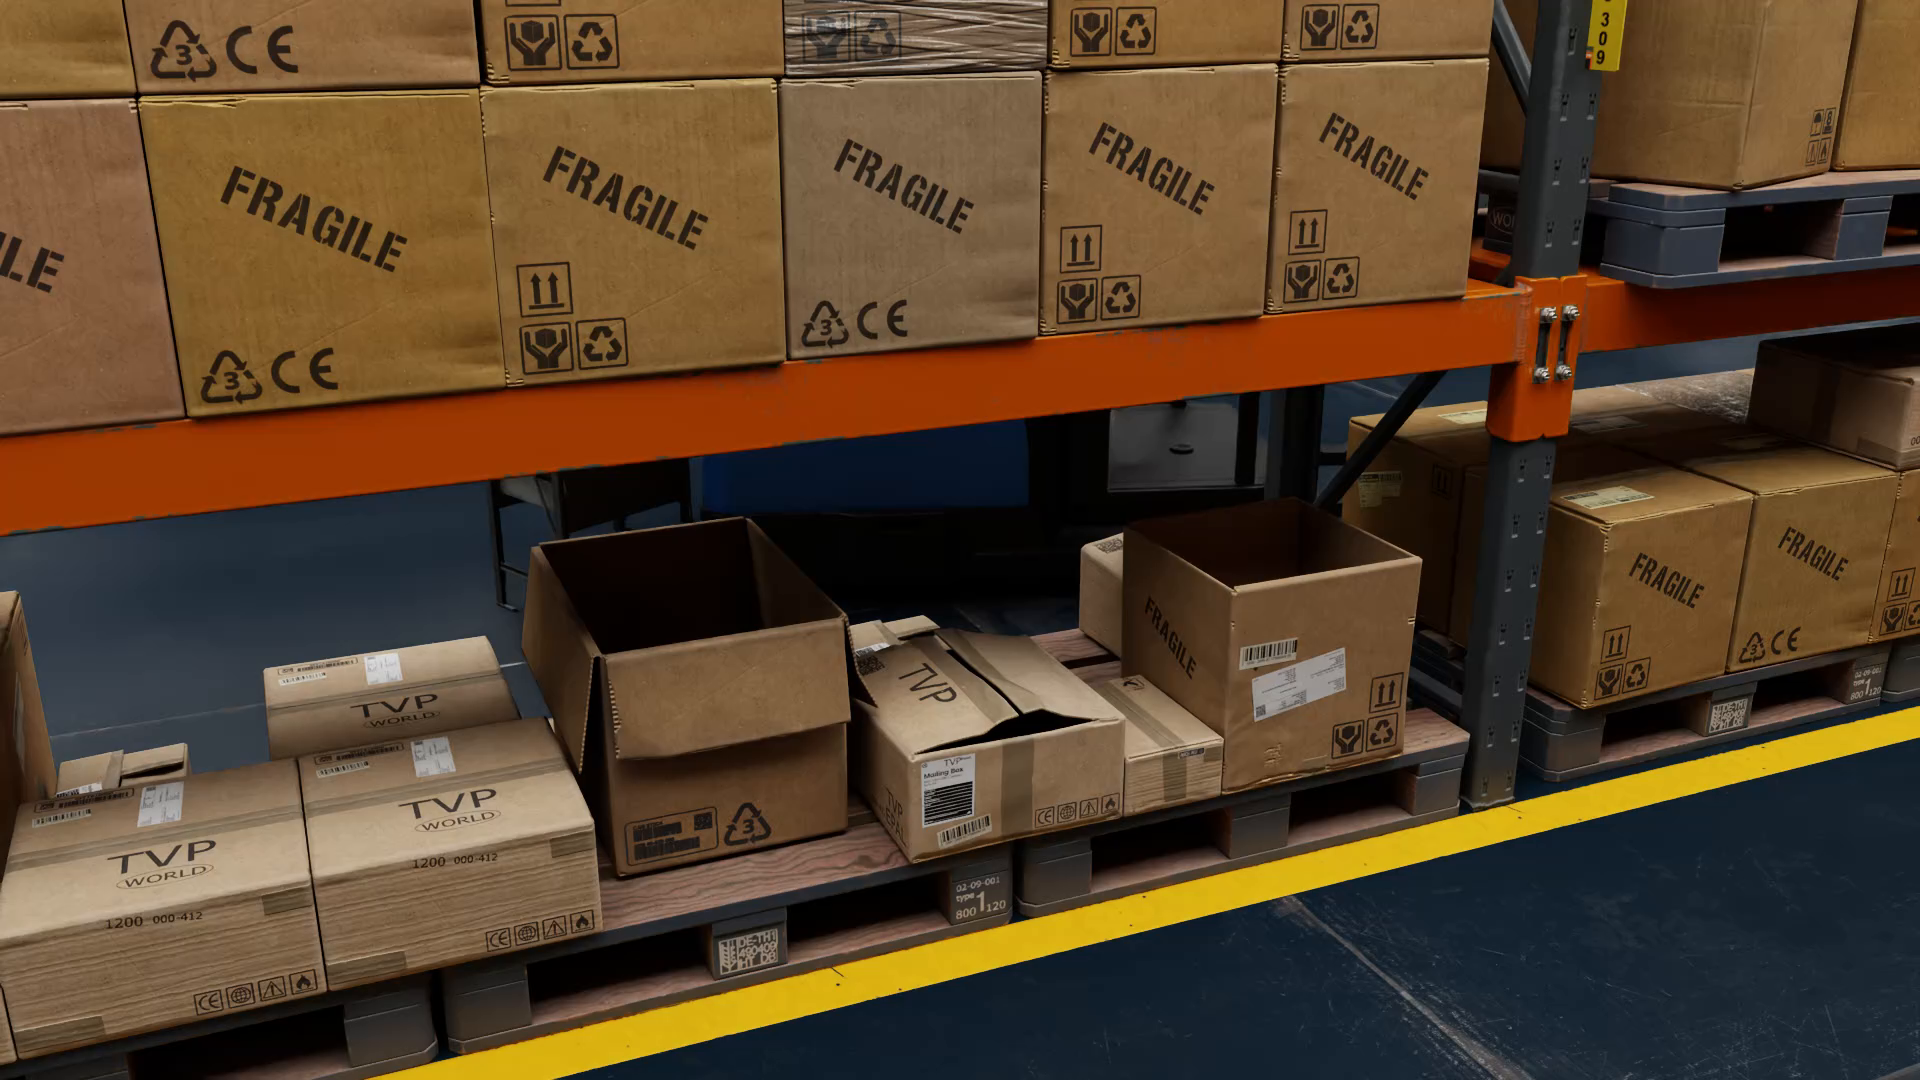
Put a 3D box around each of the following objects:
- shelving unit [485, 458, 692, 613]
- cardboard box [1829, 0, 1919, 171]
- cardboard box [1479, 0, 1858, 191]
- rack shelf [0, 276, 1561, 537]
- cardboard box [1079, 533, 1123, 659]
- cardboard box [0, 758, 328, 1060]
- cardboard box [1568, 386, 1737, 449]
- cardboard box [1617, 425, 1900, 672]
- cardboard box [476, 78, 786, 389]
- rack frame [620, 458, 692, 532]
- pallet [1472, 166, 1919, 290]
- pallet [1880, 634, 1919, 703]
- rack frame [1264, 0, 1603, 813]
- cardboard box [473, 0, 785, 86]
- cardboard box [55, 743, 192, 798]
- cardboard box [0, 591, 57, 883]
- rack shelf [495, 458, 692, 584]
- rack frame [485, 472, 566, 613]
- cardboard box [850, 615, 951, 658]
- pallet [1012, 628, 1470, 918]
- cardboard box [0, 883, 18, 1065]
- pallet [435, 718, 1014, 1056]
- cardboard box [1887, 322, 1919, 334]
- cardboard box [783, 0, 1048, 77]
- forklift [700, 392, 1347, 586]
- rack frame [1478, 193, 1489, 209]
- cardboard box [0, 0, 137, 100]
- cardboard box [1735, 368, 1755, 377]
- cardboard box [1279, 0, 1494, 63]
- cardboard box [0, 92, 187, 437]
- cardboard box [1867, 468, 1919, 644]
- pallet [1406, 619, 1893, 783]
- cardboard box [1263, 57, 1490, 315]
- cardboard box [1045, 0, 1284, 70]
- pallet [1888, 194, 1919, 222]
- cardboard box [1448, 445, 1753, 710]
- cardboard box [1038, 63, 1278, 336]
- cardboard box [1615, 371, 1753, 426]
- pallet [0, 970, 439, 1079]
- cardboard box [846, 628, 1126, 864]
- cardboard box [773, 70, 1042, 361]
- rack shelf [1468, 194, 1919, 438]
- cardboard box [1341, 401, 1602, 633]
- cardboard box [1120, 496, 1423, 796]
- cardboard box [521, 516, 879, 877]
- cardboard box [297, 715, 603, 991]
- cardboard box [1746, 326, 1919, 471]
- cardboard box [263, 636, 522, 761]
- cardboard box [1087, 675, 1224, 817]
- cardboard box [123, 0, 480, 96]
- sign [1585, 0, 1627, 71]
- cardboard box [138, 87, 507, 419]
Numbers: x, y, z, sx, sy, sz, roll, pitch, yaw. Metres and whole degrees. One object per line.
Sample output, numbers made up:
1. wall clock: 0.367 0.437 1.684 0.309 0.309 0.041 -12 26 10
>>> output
1. shelving unit: -1.190 -0.794 5.116 0.431 2.100 0.503 16 25 39
2. cardboard box: 2.258 -1.251 4.274 0.500 0.500 0.700 -5 20 -13
3. cardboard box: 1.652 -1.141 3.962 0.500 0.500 0.700 -17 26 -40
4. rack shelf: -0.708 -0.299 3.438 4.000 0.370 1.077 -8 21 -22
5. cardboard box: 0.657 0.149 4.469 0.500 0.311 0.500 -8 21 -22
6. cardboard box: -1.474 0.663 3.099 0.500 0.250 0.500 -8 21 -22
7. cardboard box: 1.925 -0.145 5.018 0.500 0.500 0.500 -8 21 -22
8. cardboard box: 2.154 0.007 4.586 0.500 0.500 0.500 -8 21 -21
9. cardboard box: -0.639 -0.600 3.059 0.500 0.500 0.500 -8 21 -21
10. rack frame: -1.028 -0.855 5.288 0.400 2.100 0.015 16 25 39
11. pallet: 1.905 -0.883 4.301 1.213 0.211 1.003 -8 21 -22
12. pallet: 2.982 0.134 5.325 1.213 0.211 1.003 -8 21 -22
13. rack frame: 1.128 -0.901 4.065 0.127 3.000 1.000 -8 21 -22
14. cardboard box: -0.628 -1.074 2.901 0.500 0.500 0.500 -8 21 -22
15. cardboard box: -1.735 0.581 3.458 0.250 0.166 0.380 -8 21 -22
16. cardboard box: -2.143 0.450 3.330 0.500 0.500 0.500 -8 21 -22
17. rack shelf: -1.190 -0.121 5.353 0.431 0.518 0.480 16 25 39
18. rack frame: -1.352 -0.733 4.943 0.400 2.100 0.015 16 25 39
19. cardboard box: -0.133 0.334 4.162 0.250 0.166 0.380 -8 21 -22
20. pallet: 0.497 0.504 4.273 1.213 0.211 1.003 -8 21 -22
21. cardboard box: -1.794 0.771 2.921 0.250 0.166 0.380 -8 21 -22
22. pallet: -0.624 0.666 3.813 1.213 0.211 1.003 -8 21 -22
23. cardboard box: 3.048 -0.471 4.814 0.500 0.250 0.500 -9 21 -23
24. cardboard box: -0.165 -1.140 3.088 0.500 0.500 0.500 -8 21 -21
25. forklift: 0.624 -1.385 5.543 3.031 2.935 1.130 -2 19 -5
26. rack frame: 2.843 -2.939 9.851 0.127 3.000 1.000 -8 21 -22
27. cardboard box: -1.556 -0.943 2.528 0.500 0.500 0.500 -8 21 -21
28. cardboard box: 2.852 -0.278 5.396 0.500 0.500 0.500 -9 21 -24
29. cardboard box: 0.767 -1.275 3.470 0.500 0.500 0.500 -8 21 -22
30. cardboard box: -1.561 -0.470 2.689 0.500 0.500 0.500 -8 21 -22
31. cardboard box: 2.616 -0.056 4.766 0.500 0.500 0.500 -8 21 -21
32. pallet: 1.860 0.295 4.865 1.213 0.211 1.003 -8 21 -22
33. cardboard box: 0.771 -0.805 3.640 0.500 0.500 0.500 -8 21 -21
34. cardboard box: 0.297 -1.206 3.276 0.500 0.500 0.500 -9 21 -23
35. pallet: 3.017 -1.080 4.861 1.213 0.211 1.003 -8 21 -22
36. cardboard box: 1.669 0.081 4.377 0.500 0.500 0.500 -9 21 -24
37. cardboard box: 0.298 -0.736 3.446 0.500 0.500 0.500 -8 21 -20
38. cardboard box: 2.386 -0.210 5.205 0.500 0.500 0.500 -8 21 -21
39. pallet: -1.743 0.825 3.361 1.213 0.211 1.003 -8 21 -22
40. cardboard box: 0.029 0.419 3.700 0.500 0.311 0.500 -8 21 -22
41. cardboard box: -0.173 -0.668 3.252 0.500 0.500 0.500 -8 21 -21
42. rack shelf: 2.965 -0.825 4.932 4.000 0.370 1.077 -8 21 -22
43. cardboard box: 1.468 -0.082 4.840 0.500 0.500 0.500 -8 21 -22
44. cardboard box: 0.718 0.232 3.949 0.500 0.500 0.500 -8 21 -22
45. cardboard box: -0.595 0.317 3.701 0.637 0.503 0.797 -8 21 -22
46. cardboard box: -1.015 0.598 3.286 0.500 0.250 0.500 -8 21 -22
47. cardboard box: 2.587 -0.404 4.626 0.500 0.250 0.500 -8 21 -22
48. cardboard box: -1.259 0.452 3.700 0.500 0.250 0.500 -8 21 -22
49. cardboard box: 0.397 0.465 3.815 0.250 0.149 0.380 -8 21 -22
50. cardboard box: -1.094 -1.007 2.710 0.500 0.500 0.500 -8 21 -21
51. sign: 1.350 -1.145 3.455 0.005 0.325 0.100 -8 21 -22
52. cardboard box: -1.099 -0.535 2.874 0.500 0.500 0.500 -8 21 -22
